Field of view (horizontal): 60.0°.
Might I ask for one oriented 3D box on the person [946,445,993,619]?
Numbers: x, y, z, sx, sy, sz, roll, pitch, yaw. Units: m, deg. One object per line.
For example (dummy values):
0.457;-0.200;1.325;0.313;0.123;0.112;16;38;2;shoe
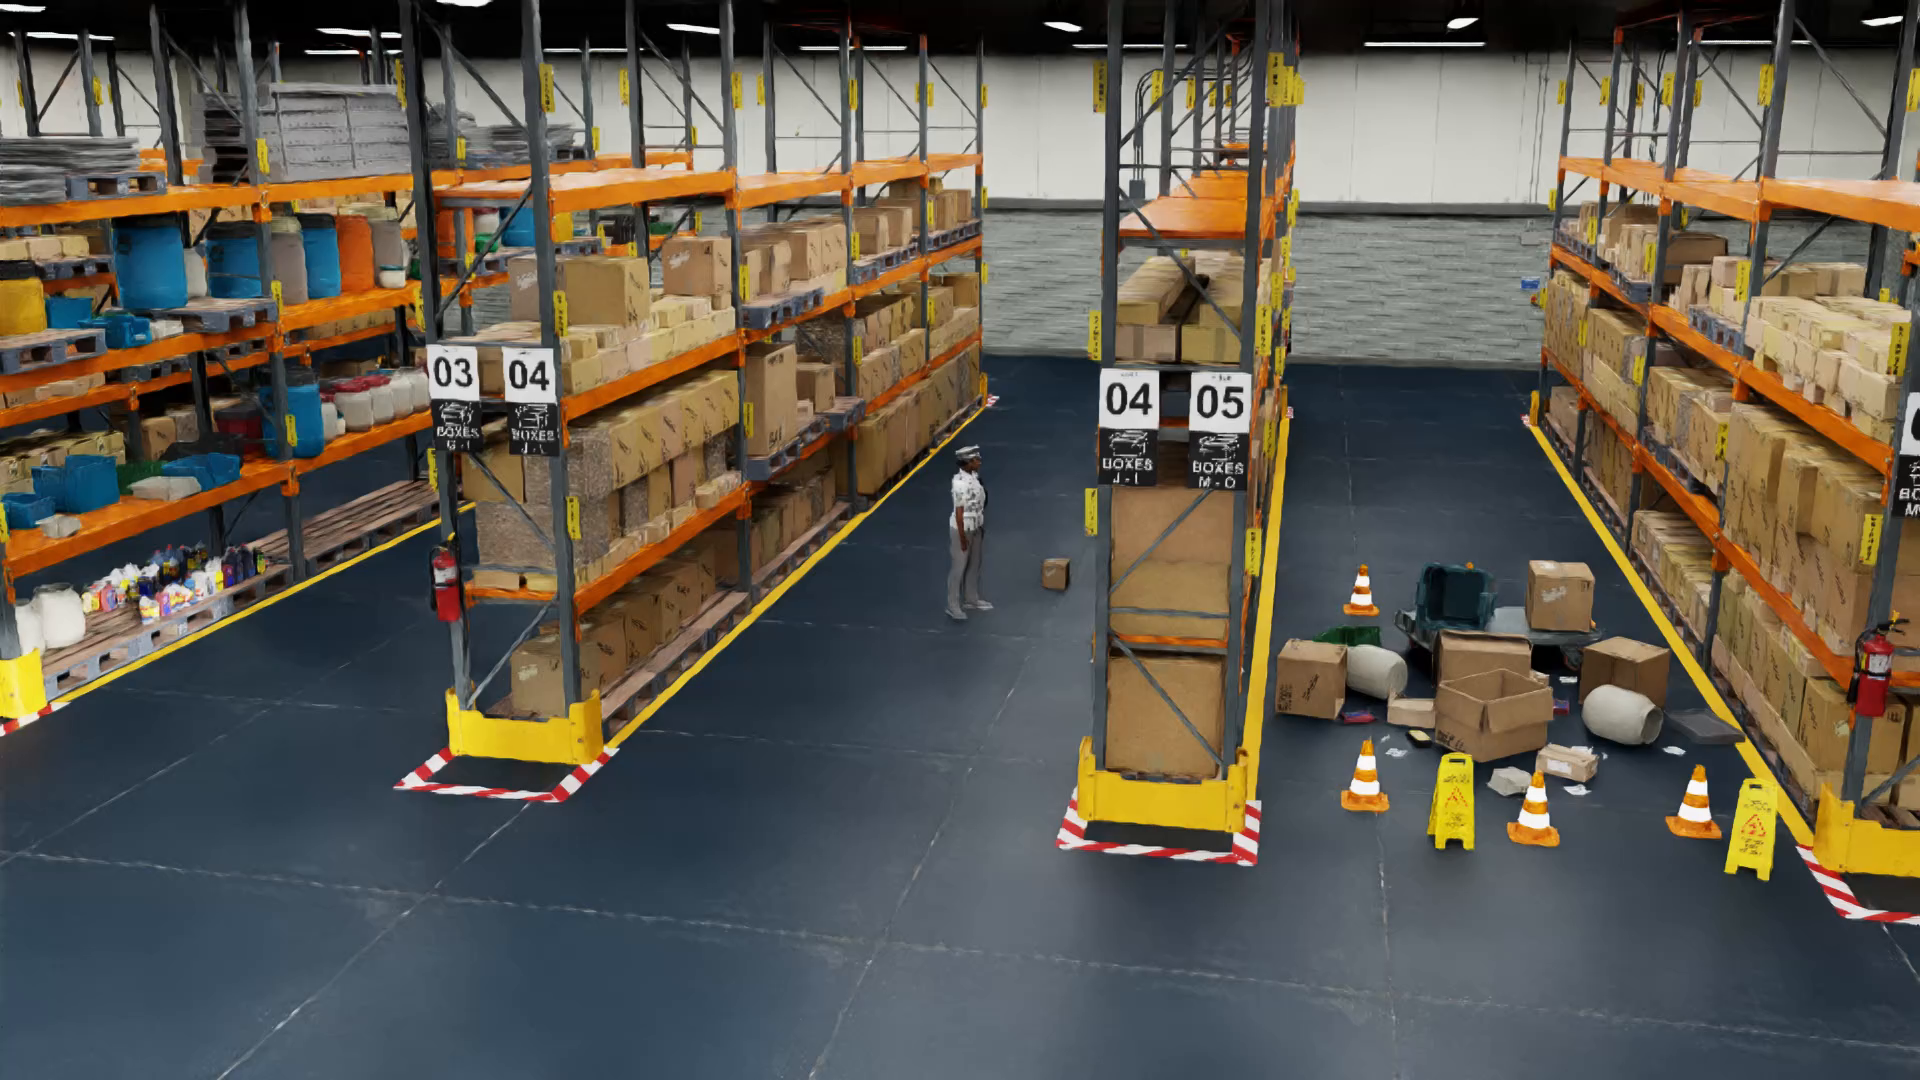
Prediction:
0.084;-0.098;16.268;0.389;1.680;0.536;6;16;21;person
